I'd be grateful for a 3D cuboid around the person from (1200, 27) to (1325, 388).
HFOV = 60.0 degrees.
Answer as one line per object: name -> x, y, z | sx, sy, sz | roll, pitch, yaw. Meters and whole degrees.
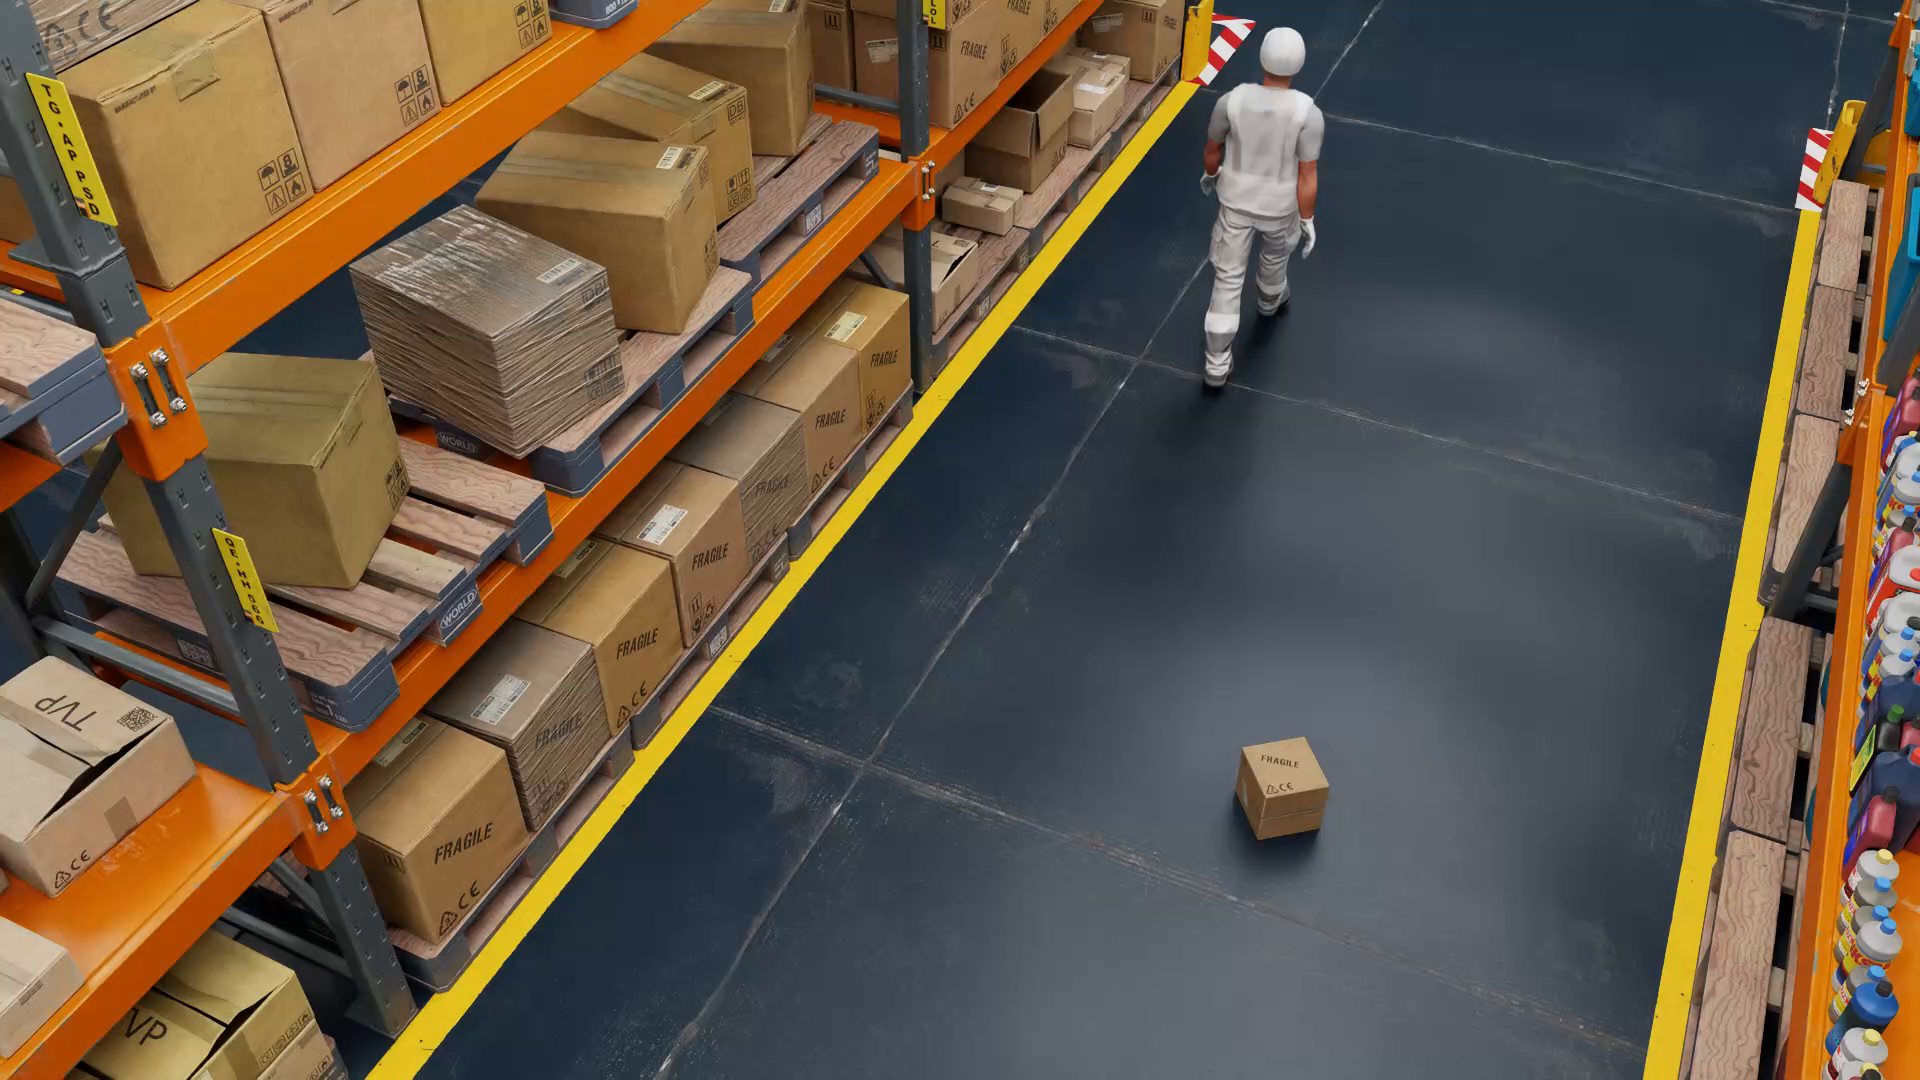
person -> 1.453, -1.698, 8.026 | 0.607, 1.729, 1.020 | 11, 43, 12
